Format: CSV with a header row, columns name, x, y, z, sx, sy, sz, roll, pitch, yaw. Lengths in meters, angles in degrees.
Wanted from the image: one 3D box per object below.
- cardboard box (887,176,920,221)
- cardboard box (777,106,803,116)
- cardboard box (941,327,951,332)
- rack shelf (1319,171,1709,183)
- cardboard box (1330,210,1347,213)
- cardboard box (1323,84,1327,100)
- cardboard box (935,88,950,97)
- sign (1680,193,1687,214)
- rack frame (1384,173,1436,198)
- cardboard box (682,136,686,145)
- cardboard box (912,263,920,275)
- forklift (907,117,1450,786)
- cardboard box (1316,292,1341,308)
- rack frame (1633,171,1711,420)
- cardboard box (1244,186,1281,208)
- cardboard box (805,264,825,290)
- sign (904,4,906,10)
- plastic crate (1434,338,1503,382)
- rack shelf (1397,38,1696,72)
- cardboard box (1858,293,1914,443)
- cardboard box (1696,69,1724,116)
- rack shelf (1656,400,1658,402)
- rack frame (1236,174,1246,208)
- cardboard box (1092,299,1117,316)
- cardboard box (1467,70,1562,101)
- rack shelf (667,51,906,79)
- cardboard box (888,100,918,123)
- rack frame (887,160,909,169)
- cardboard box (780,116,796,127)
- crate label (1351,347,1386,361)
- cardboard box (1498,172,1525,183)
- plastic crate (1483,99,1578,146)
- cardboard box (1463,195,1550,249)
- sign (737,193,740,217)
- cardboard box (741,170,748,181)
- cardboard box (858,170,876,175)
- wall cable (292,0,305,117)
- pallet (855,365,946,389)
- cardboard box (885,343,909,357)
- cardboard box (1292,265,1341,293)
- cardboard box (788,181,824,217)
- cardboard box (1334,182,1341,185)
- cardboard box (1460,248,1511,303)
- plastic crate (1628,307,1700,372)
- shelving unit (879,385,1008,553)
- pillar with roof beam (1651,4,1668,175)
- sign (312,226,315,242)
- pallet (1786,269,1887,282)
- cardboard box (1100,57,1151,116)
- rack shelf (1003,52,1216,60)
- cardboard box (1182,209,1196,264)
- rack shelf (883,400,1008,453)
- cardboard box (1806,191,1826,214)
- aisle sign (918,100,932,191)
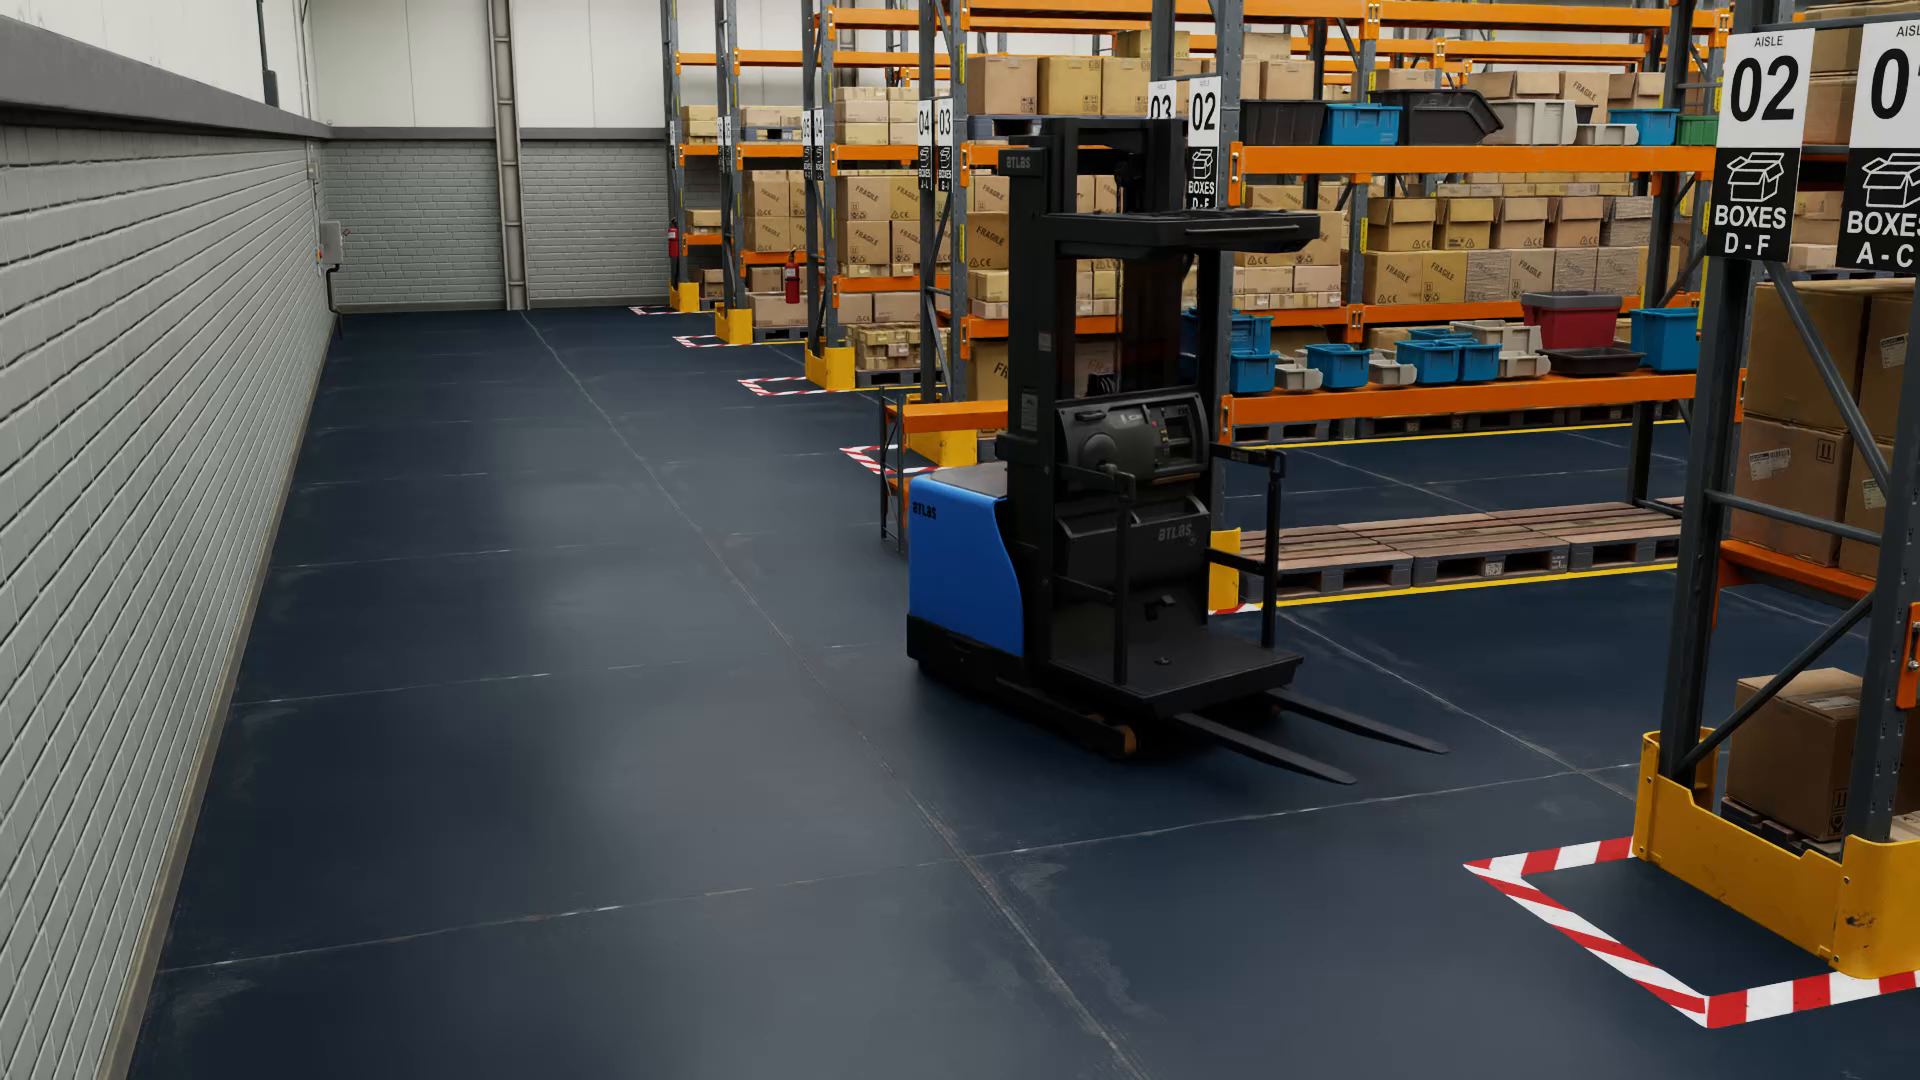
name,x,y,z,sx,sy,sz,roll,pitch,yaw
cardboard box,-0.656,-4.031,19.590,0.500,0.500,0.500,-4,14,-16
cardboard box,-2.963,-7.370,28.763,0.500,0.250,0.500,-4,14,-17
cardboard box,-0.060,-2.501,20.143,0.250,0.149,0.380,-4,14,-16
rack shelf,5.531,-3.795,16.687,4.000,0.370,1.077,-4,14,-18
cardboard box,4.952,-4.271,21.966,0.250,0.149,0.380,-5,14,-18
cardboard box,4.427,-5.623,20.946,0.258,0.266,0.396,-4,14,-18
cardboard box,-0.294,-5.214,19.483,0.250,0.149,0.380,-4,14,-16
sign,9.913,-4.630,22.796,0.005,0.325,0.100,-4,14,-18
rack frame,5.940,-3.929,22.177,0.127,3.000,1.000,-4,14,-18
cardboard box,-4.674,-6.916,28.797,0.250,0.149,0.380,-4,14,-17
cardboard box,-0.529,-3.253,19.880,0.250,0.149,0.380,-4,14,-15
forklift,0.986,-0.521,8.000,1.130,2.935,3.031,-10,16,-35
cardboard box,3.450,-2.321,15.963,0.250,0.149,0.380,-4,14,-18
rack frame,7.426,-2.833,17.572,0.127,3.000,1.000,-4,14,-18
cardboard box,4.766,-5.387,26.541,0.500,0.500,0.500,-5,14,-20
cardboard box,-2.487,-4.648,29.697,0.500,0.500,0.700,-5,14,-20
sign,-0.957,-9.091,28.726,0.005,0.325,0.100,-4,14,-18
plastic crate,3.295,-1.170,10.810,0.300,0.233,0.416,-4,14,-18
rack shelf,7.835,-6.450,22.232,4.000,0.370,1.077,-4,14,-18
cardboard box,3.504,-0.580,5.722,0.500,0.500,0.500,-4,14,-16
cardboard box,7.954,-4.563,17.064,0.500,0.500,0.500,-4,14,-18
rack shelf,7.110,-1.249,12.468,4.000,0.370,1.077,-4,14,-18
rack frame,4.265,-5.007,26.709,0.127,3.000,1.000,-4,14,-18
cardboard box,1.259,-2.151,15.245,0.250,0.149,0.380,-5,14,-19
cardboard box,5.497,-4.392,16.511,0.637,0.503,0.797,-5,14,-19
rack shelf,-3.008,-8.219,28.813,4.000,0.370,1.077,-4,14,-18
cardboard box,-0.649,-4.982,19.366,0.500,0.250,0.500,-5,14,-19
rack frame,-1.112,-5.800,30.044,0.127,3.000,1.000,-4,14,-18
cardboard box,-2.547,-6.108,24.275,0.250,0.149,0.380,-6,14,-22
crate label,2.674,-1.201,11.152,0.243,0.136,0.396,-4,14,-18
cardboard box,9.034,-6.000,27.864,0.500,0.500,0.700,-4,14,-18
plastic crate,3.623,-2.654,10.592,0.530,0.282,0.437,-4,14,-18
cardboard box,5.476,-3.221,16.819,0.637,0.503,0.797,-4,14,-16
sign,-3.145,-4.754,23.604,0.005,0.325,0.100,-4,14,-18
cardboard box,-3.041,-5.337,24.321,0.250,0.149,0.380,-4,14,-17
cardboard box,-1.409,-5.338,24.322,0.250,0.149,0.380,-5,14,-19
wall cable,-8.618,-6.853,21.508,0.029,3.000,0.463,-4,14,-18
pallet,-0.789,-2.039,20.260,1.213,0.211,1.003,-4,14,-18
cardboard box,-0.786,-2.290,19.900,0.250,0.149,0.380,-5,14,-18
cardboard box,3.300,-2.520,15.935,0.500,0.250,0.500,-5,14,-19
cardboard box,-2.284,-4.964,24.153,0.500,0.500,0.500,-5,14,-20
cardboard box,7.324,-6.918,32.482,0.250,0.149,0.380,-5,14,-19
cardboard box,5.101,-2.640,16.543,0.500,0.500,0.500,-5,14,-19
plastic crate,4.881,-1.364,11.299,0.575,0.384,0.392,-4,14,-18
shelving unit,-0.006,-0.547,12.011,1.048,1.125,0.538,-4,14,-18
pillar with roof beam,16.373,-9.249,31.580,0.400,9.000,9.100,-4,14,-18
sign,-8.696,-4.111,22.361,0.001,0.218,0.327,-4,14,-18
pallet,9.289,-2.895,18.246,1.213,0.211,1.003,-4,14,-18
cardboard box,1.366,-4.118,15.150,0.500,0.500,0.700,-5,14,-22
rack shelf,2.370,-7.233,25.524,4.000,0.370,1.077,-4,14,-18
cardboard box,2.139,-2.921,16.003,0.500,0.500,0.500,-5,14,-20
rack shelf,-0.006,-0.831,11.943,1.000,0.278,0.538,-4,14,-18
cardboard box,12.092,-5.026,24.133,0.550,0.550,0.875,-4,14,-18
aisle sign,-0.320,-3.568,15.043,0.004,0.787,0.394,-4,14,-18
